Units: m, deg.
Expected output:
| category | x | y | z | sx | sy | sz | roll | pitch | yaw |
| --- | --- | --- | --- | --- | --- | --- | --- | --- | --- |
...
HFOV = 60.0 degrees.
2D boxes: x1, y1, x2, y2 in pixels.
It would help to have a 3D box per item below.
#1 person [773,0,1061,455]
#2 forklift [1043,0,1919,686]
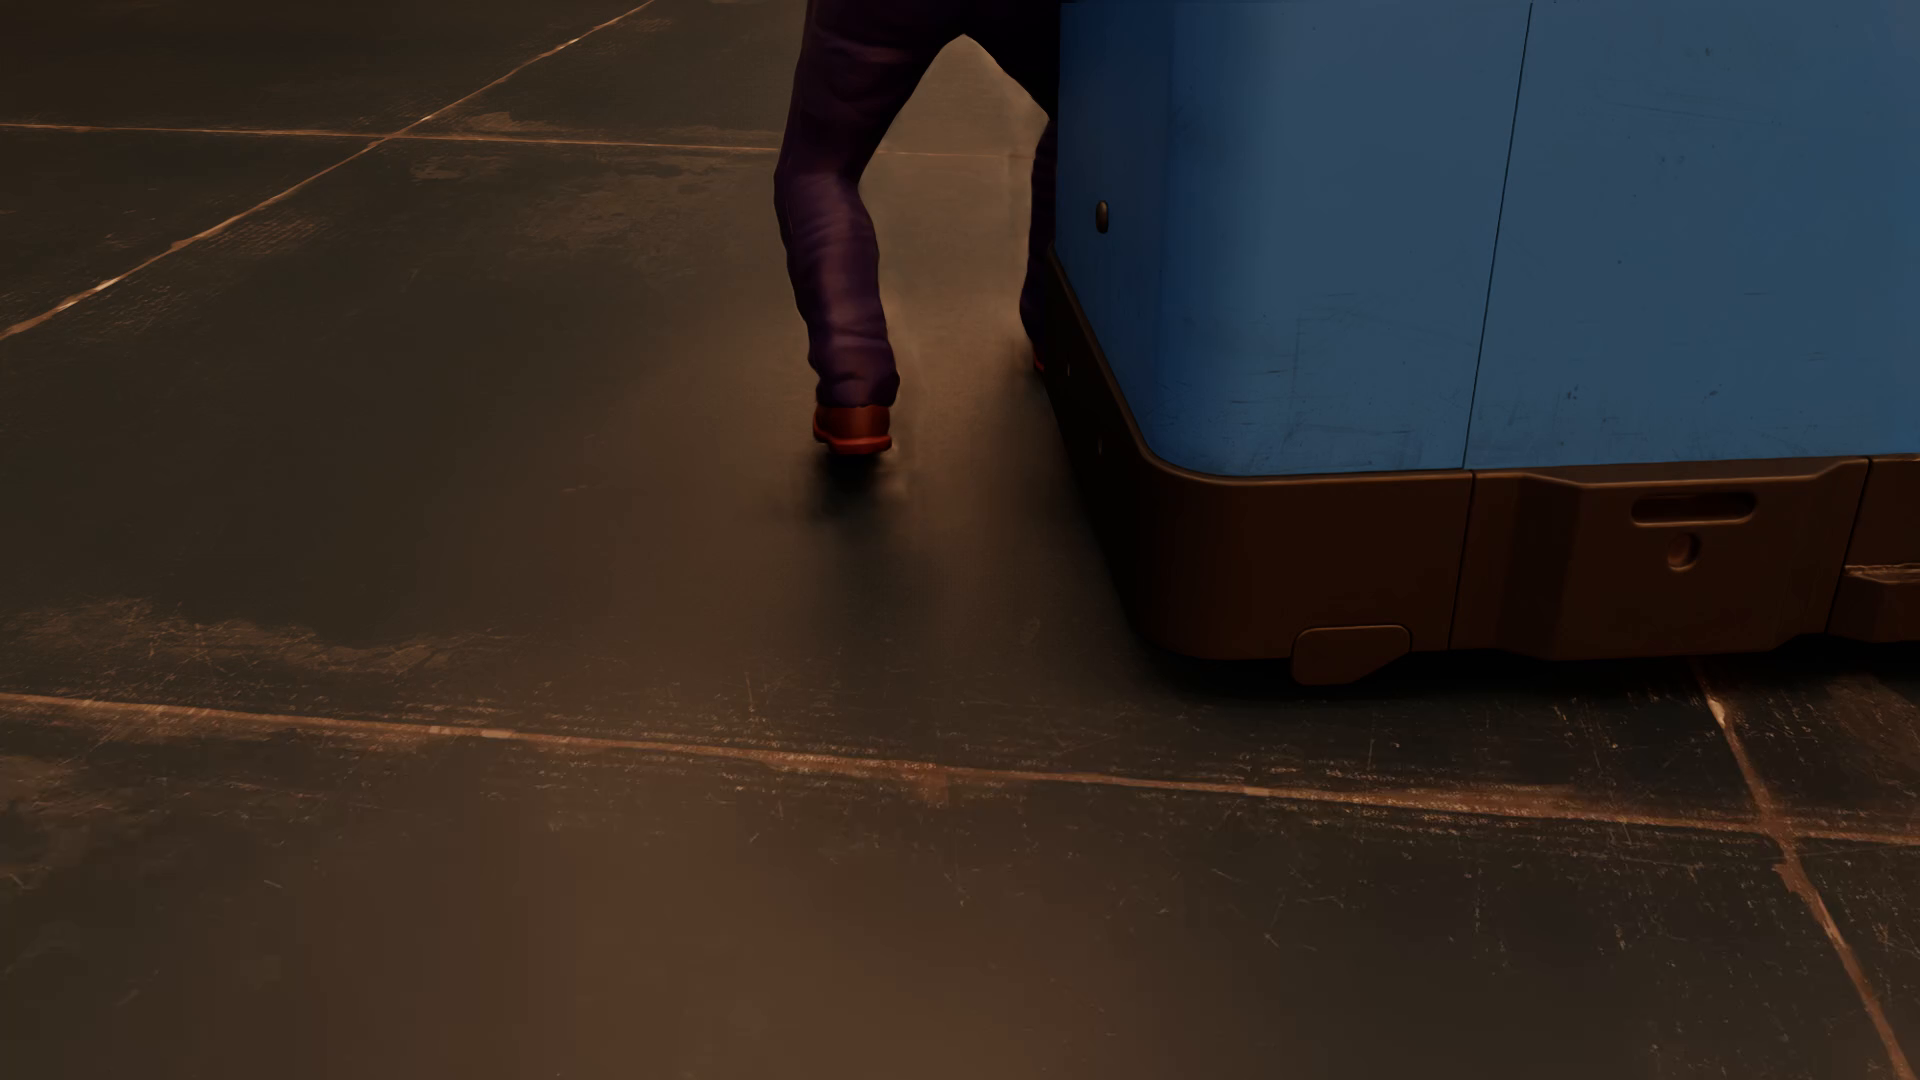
| category | x | y | z | sx | sy | sz | roll | pitch | yaw |
| --- | --- | --- | --- | --- | --- | --- | --- | --- | --- |
| person | 0.043 | -0.956 | 2.718 | 0.740 | 1.524 | 0.833 | -5 | 27 | -10 |
| forklift | 1.691 | -1.387 | 1.997 | 3.031 | 2.935 | 1.130 | -2 | 27 | -4 |
